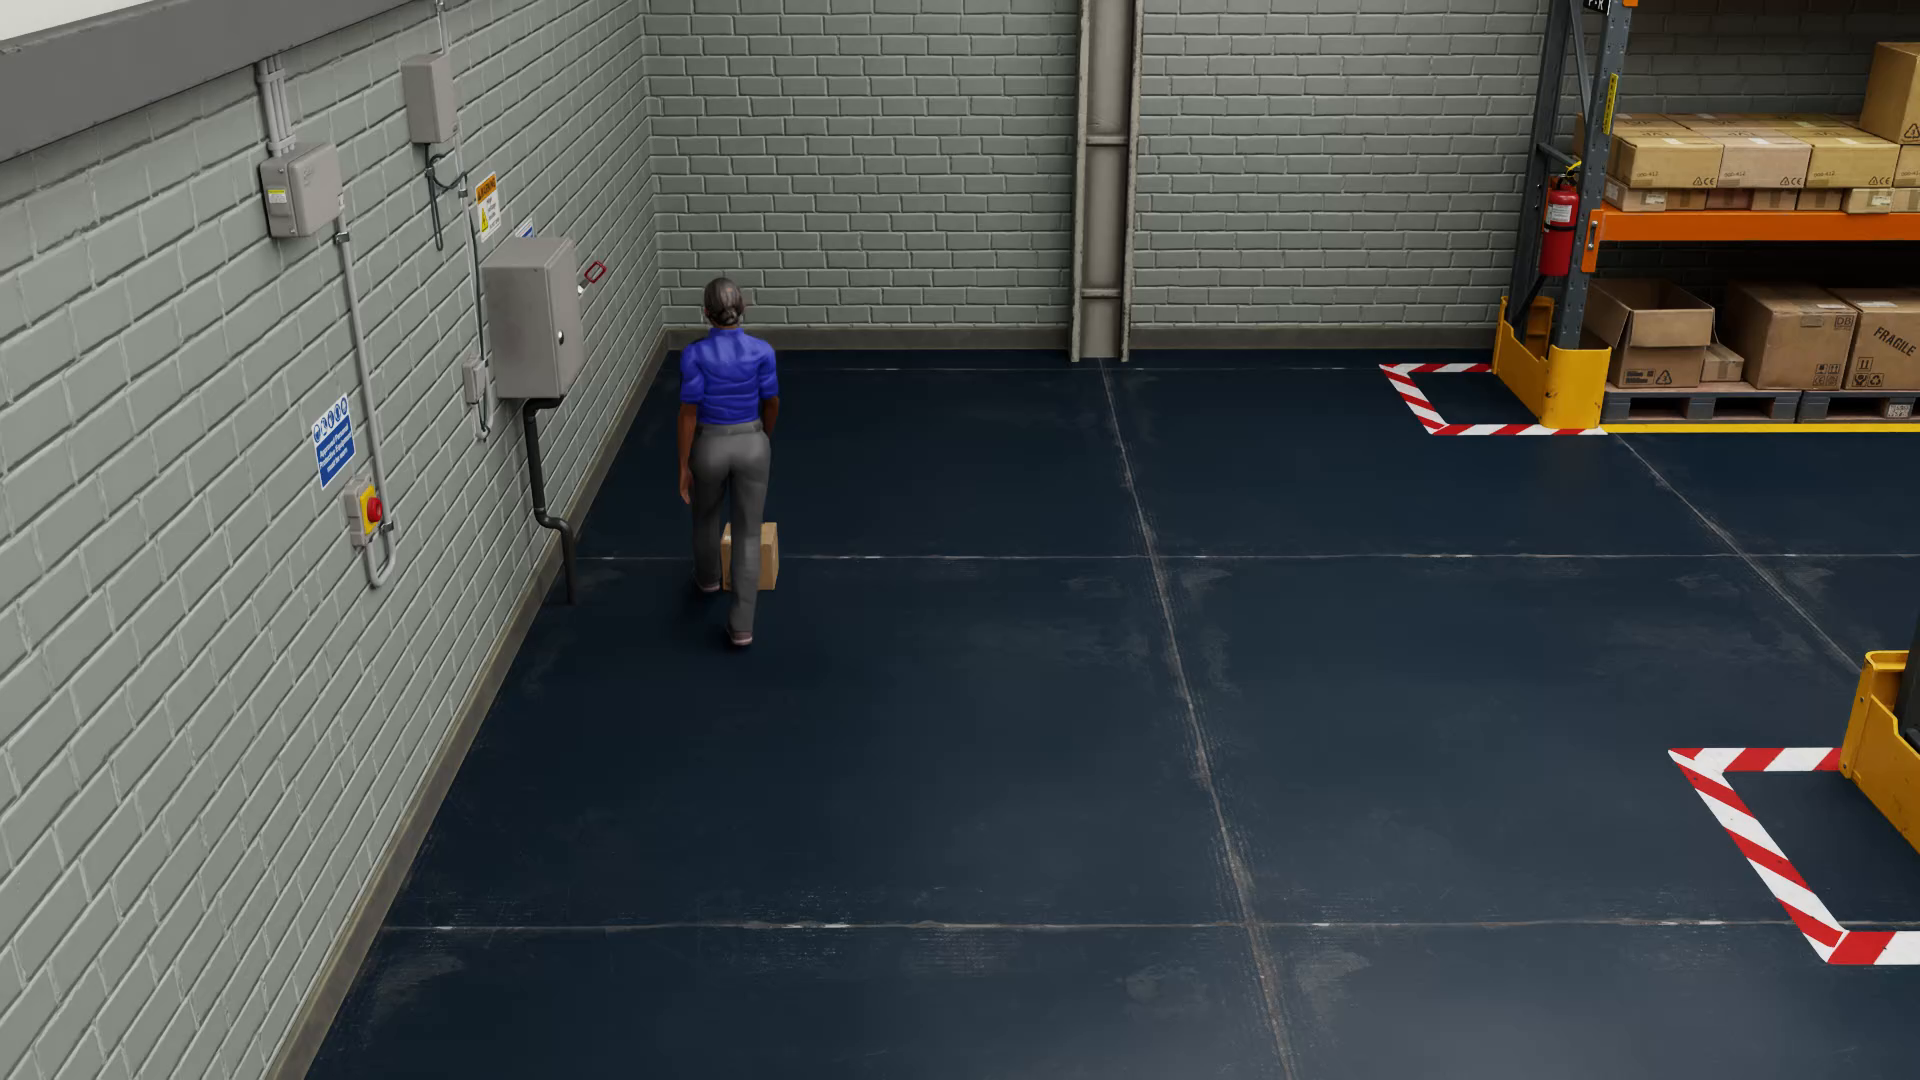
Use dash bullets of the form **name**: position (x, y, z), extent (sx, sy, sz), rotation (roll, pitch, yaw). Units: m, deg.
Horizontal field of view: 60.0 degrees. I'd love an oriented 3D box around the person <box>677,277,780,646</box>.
- **person**: position (-1.037, -0.416, 7.502), extent (0.463, 1.629, 0.840), rotation (-3, 24, -7)
